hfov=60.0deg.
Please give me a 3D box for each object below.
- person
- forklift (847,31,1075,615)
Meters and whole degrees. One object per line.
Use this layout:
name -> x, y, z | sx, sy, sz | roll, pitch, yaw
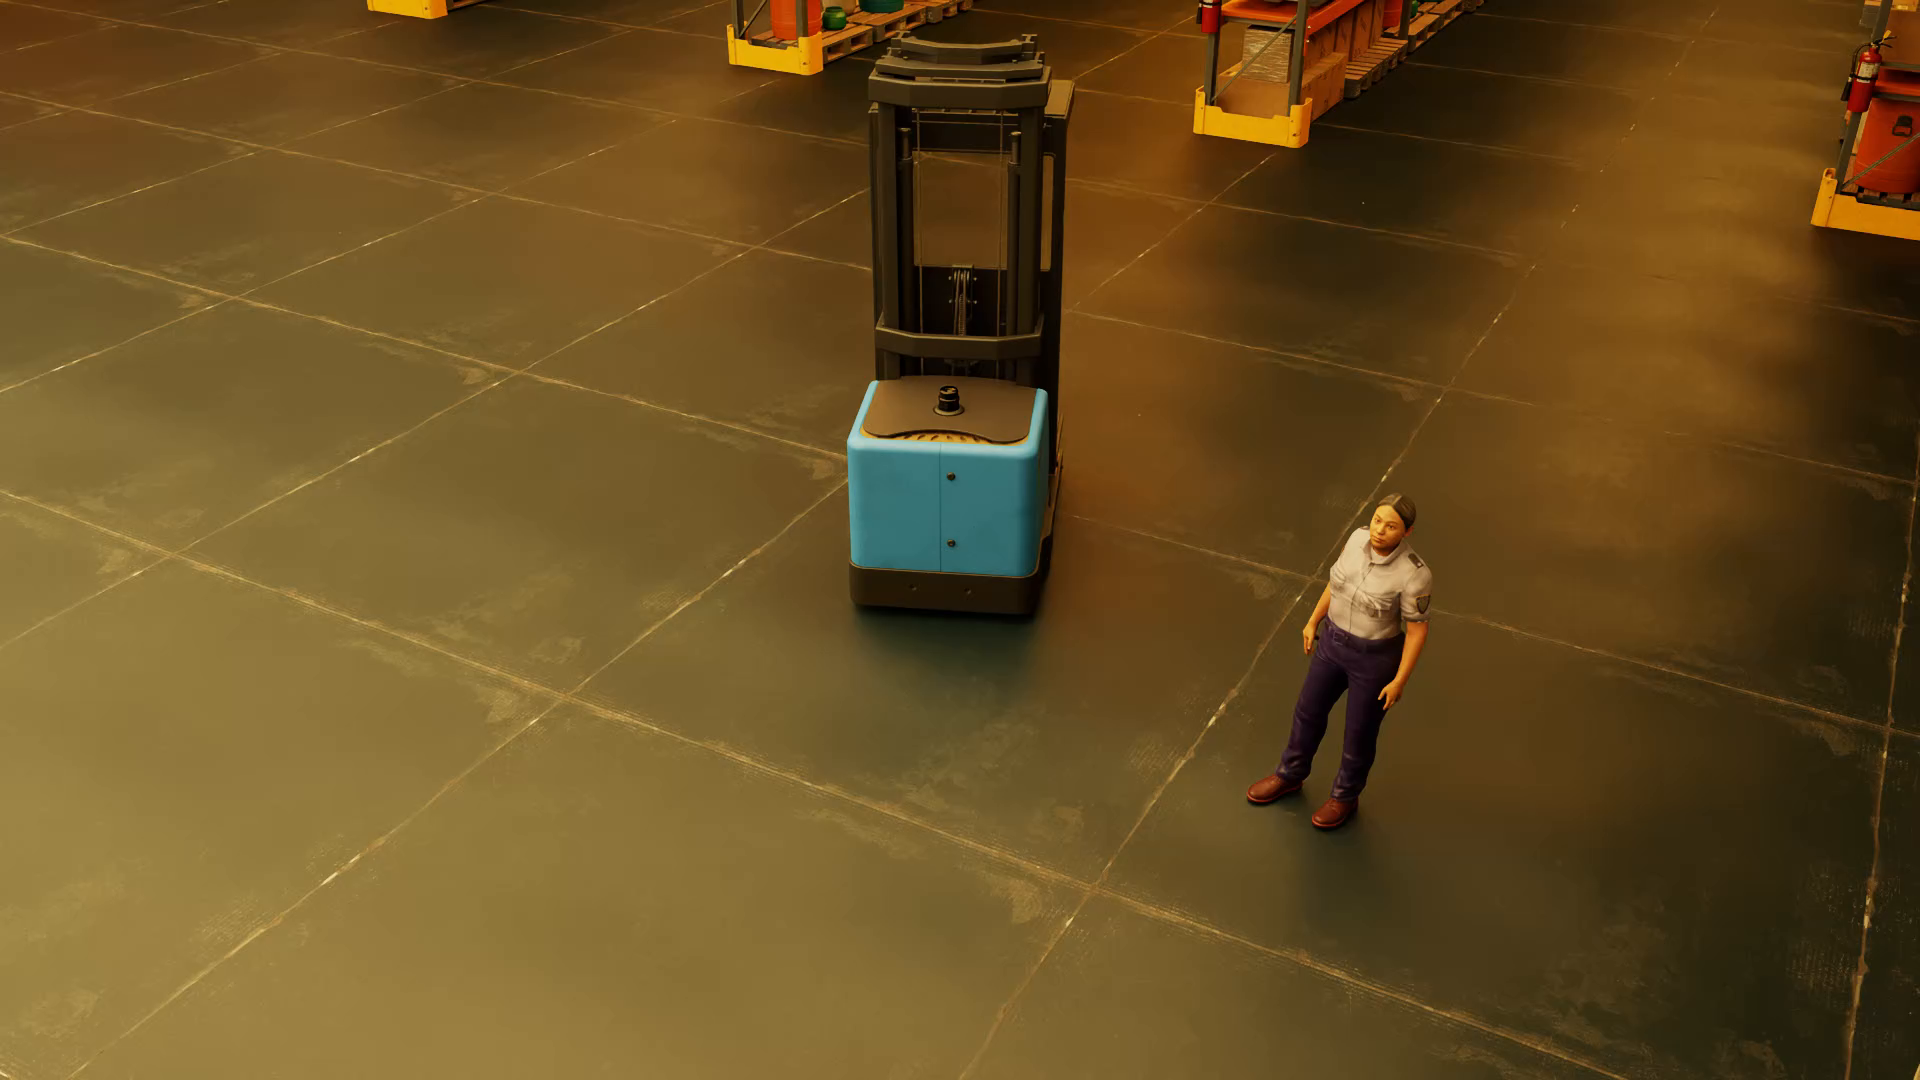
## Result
person -> 1.708, 0.544, 7.397 | 0.502, 1.651, 0.598 | -20, 36, -31
forklift -> 0.072, -1.572, 9.794 | 1.130, 2.935, 3.031 | 3, 30, 6
